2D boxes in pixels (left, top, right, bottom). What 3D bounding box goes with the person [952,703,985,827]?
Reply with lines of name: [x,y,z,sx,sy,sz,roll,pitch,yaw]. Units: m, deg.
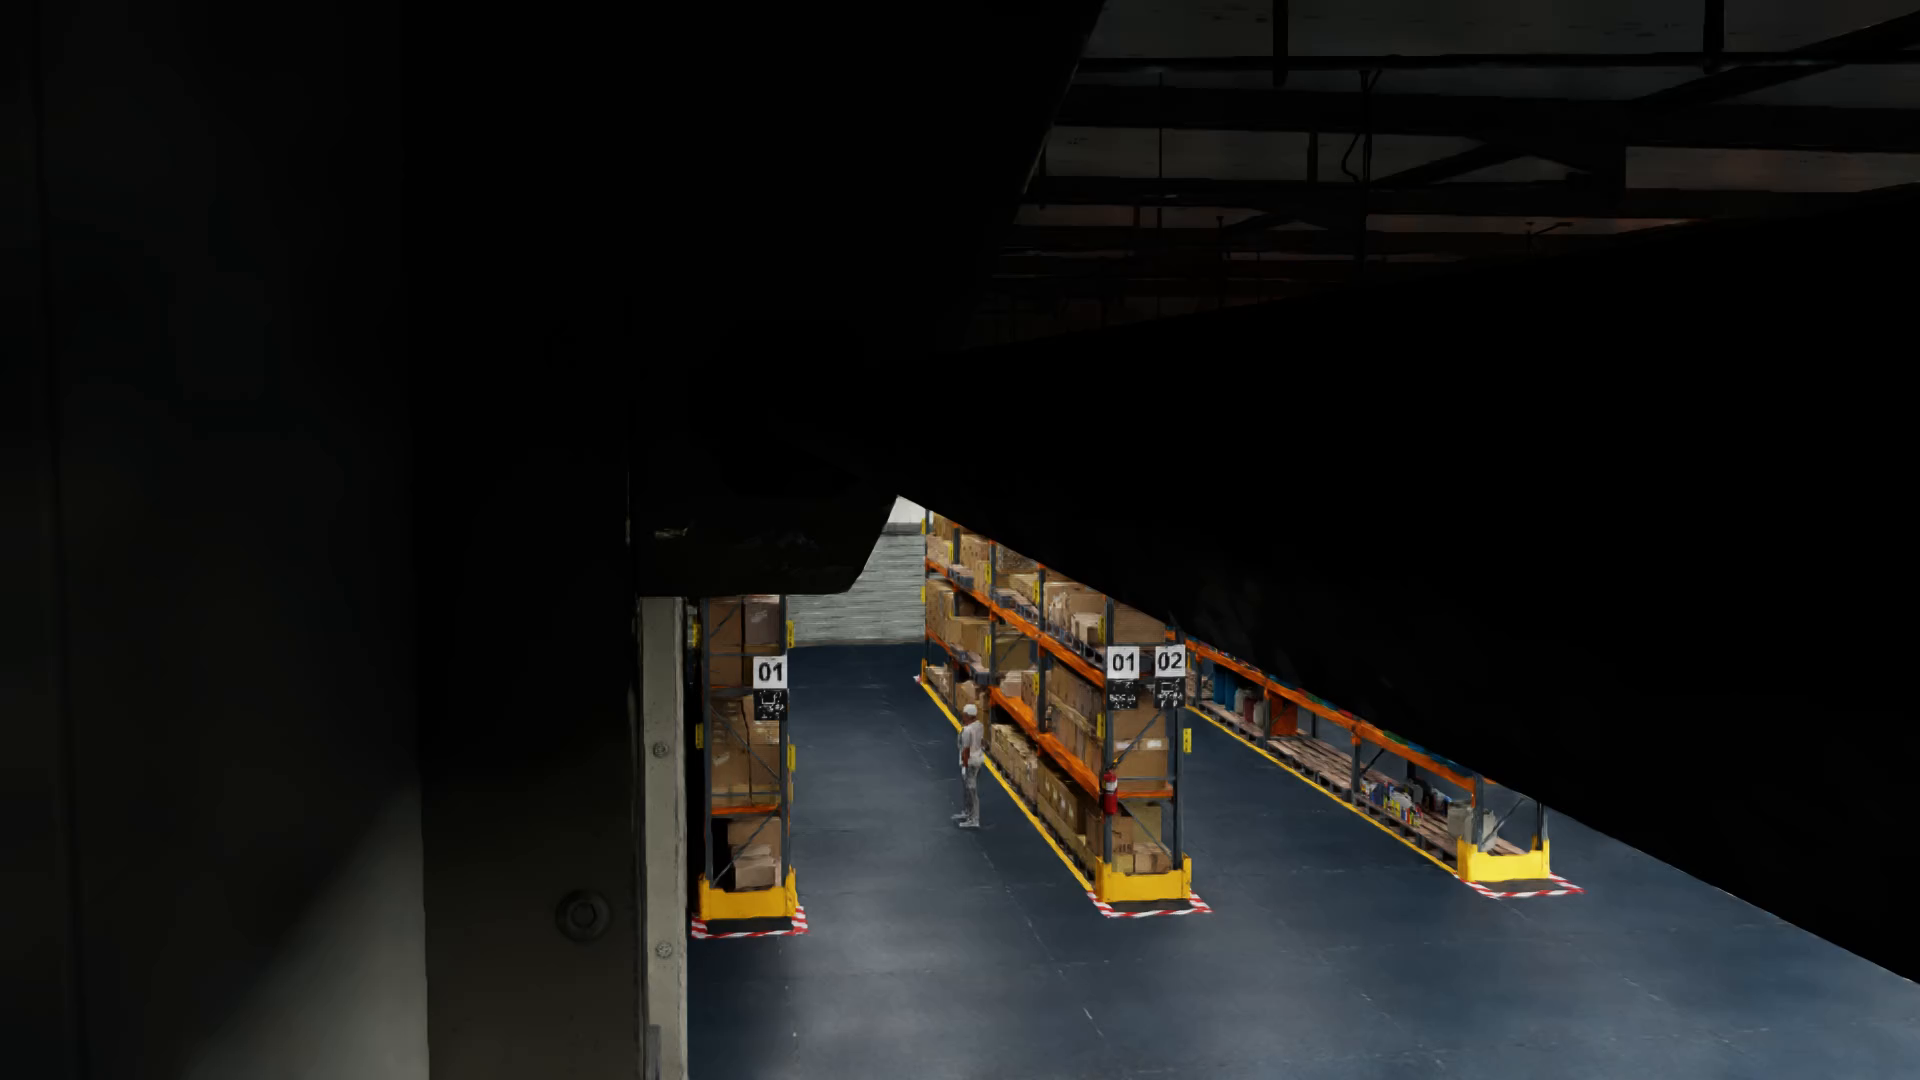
person: [0.100,3.280,24.370,0.497,1.784,0.614,2,5,21]

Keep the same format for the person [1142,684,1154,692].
person: [3.464,2.855,30.360,0.639,1.632,0.512,-1,5,-11]
